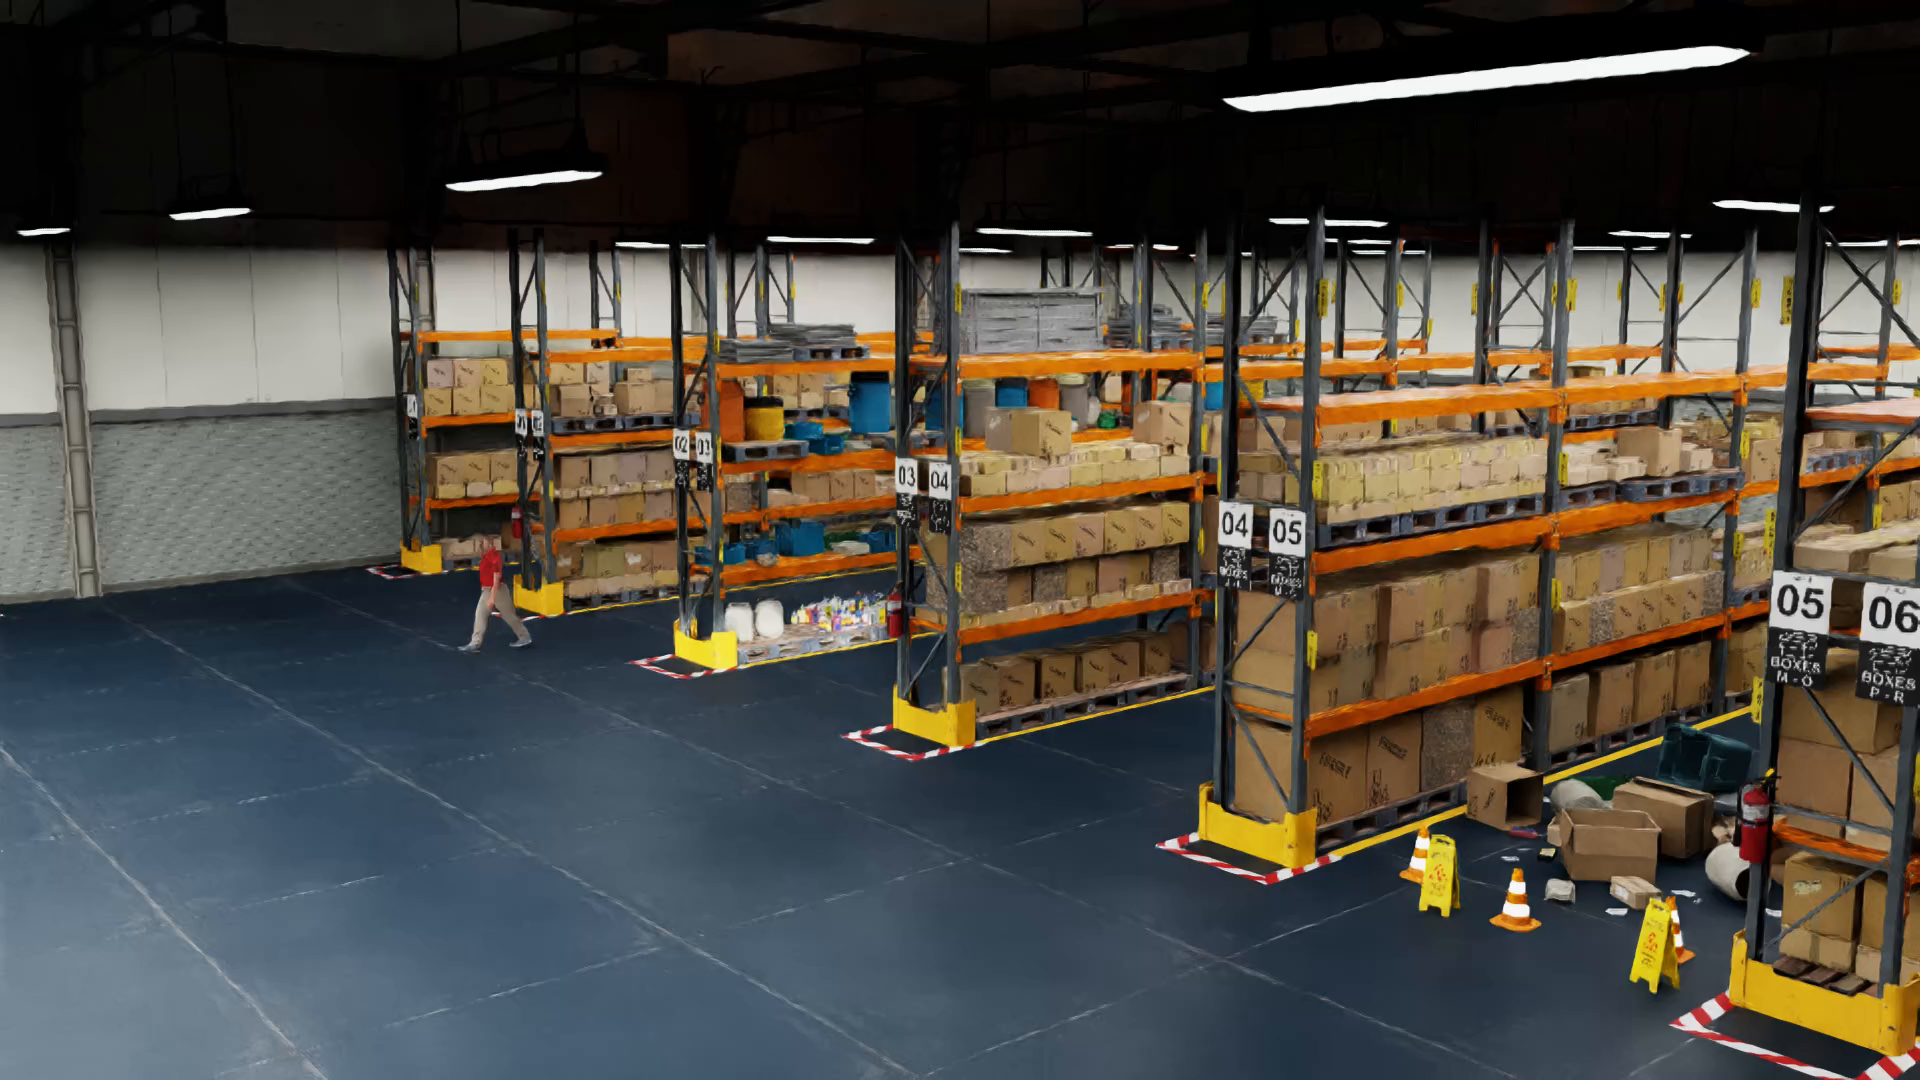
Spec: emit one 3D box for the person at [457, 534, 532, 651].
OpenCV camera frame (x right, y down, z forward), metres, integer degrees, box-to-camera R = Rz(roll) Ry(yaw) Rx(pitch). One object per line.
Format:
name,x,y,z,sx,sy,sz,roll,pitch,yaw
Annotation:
person,-6.577,0.743,23.457,1.040,1.669,0.554,-8,12,-40
